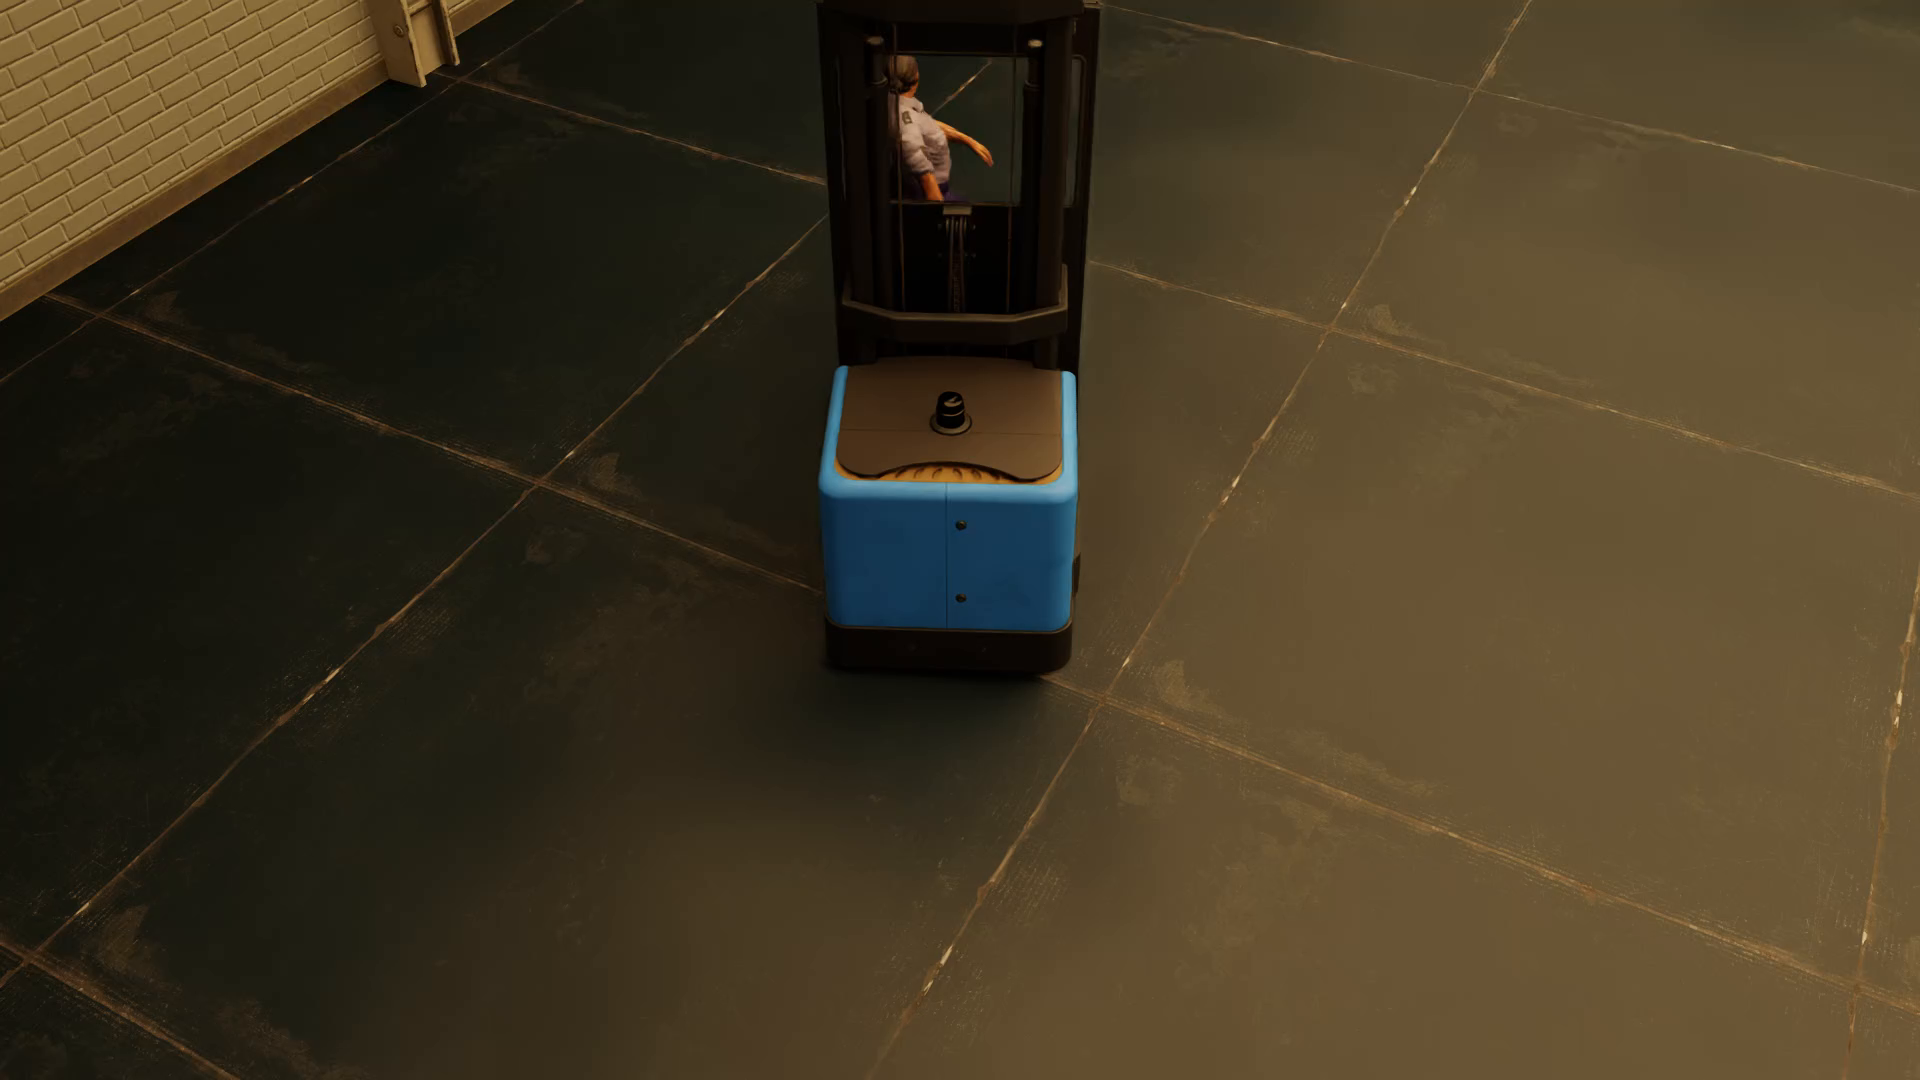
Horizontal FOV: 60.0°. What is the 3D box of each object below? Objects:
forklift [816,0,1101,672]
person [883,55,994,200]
[{"bbox_3d":[0.005,-1.499,7.245,1.130,2.935,3.031,2,43,2],"label":"forklift"},{"bbox_3d":[-0.161,-1.736,8.496,0.793,1.555,0.655,-21,47,-21],"label":"person"}]
